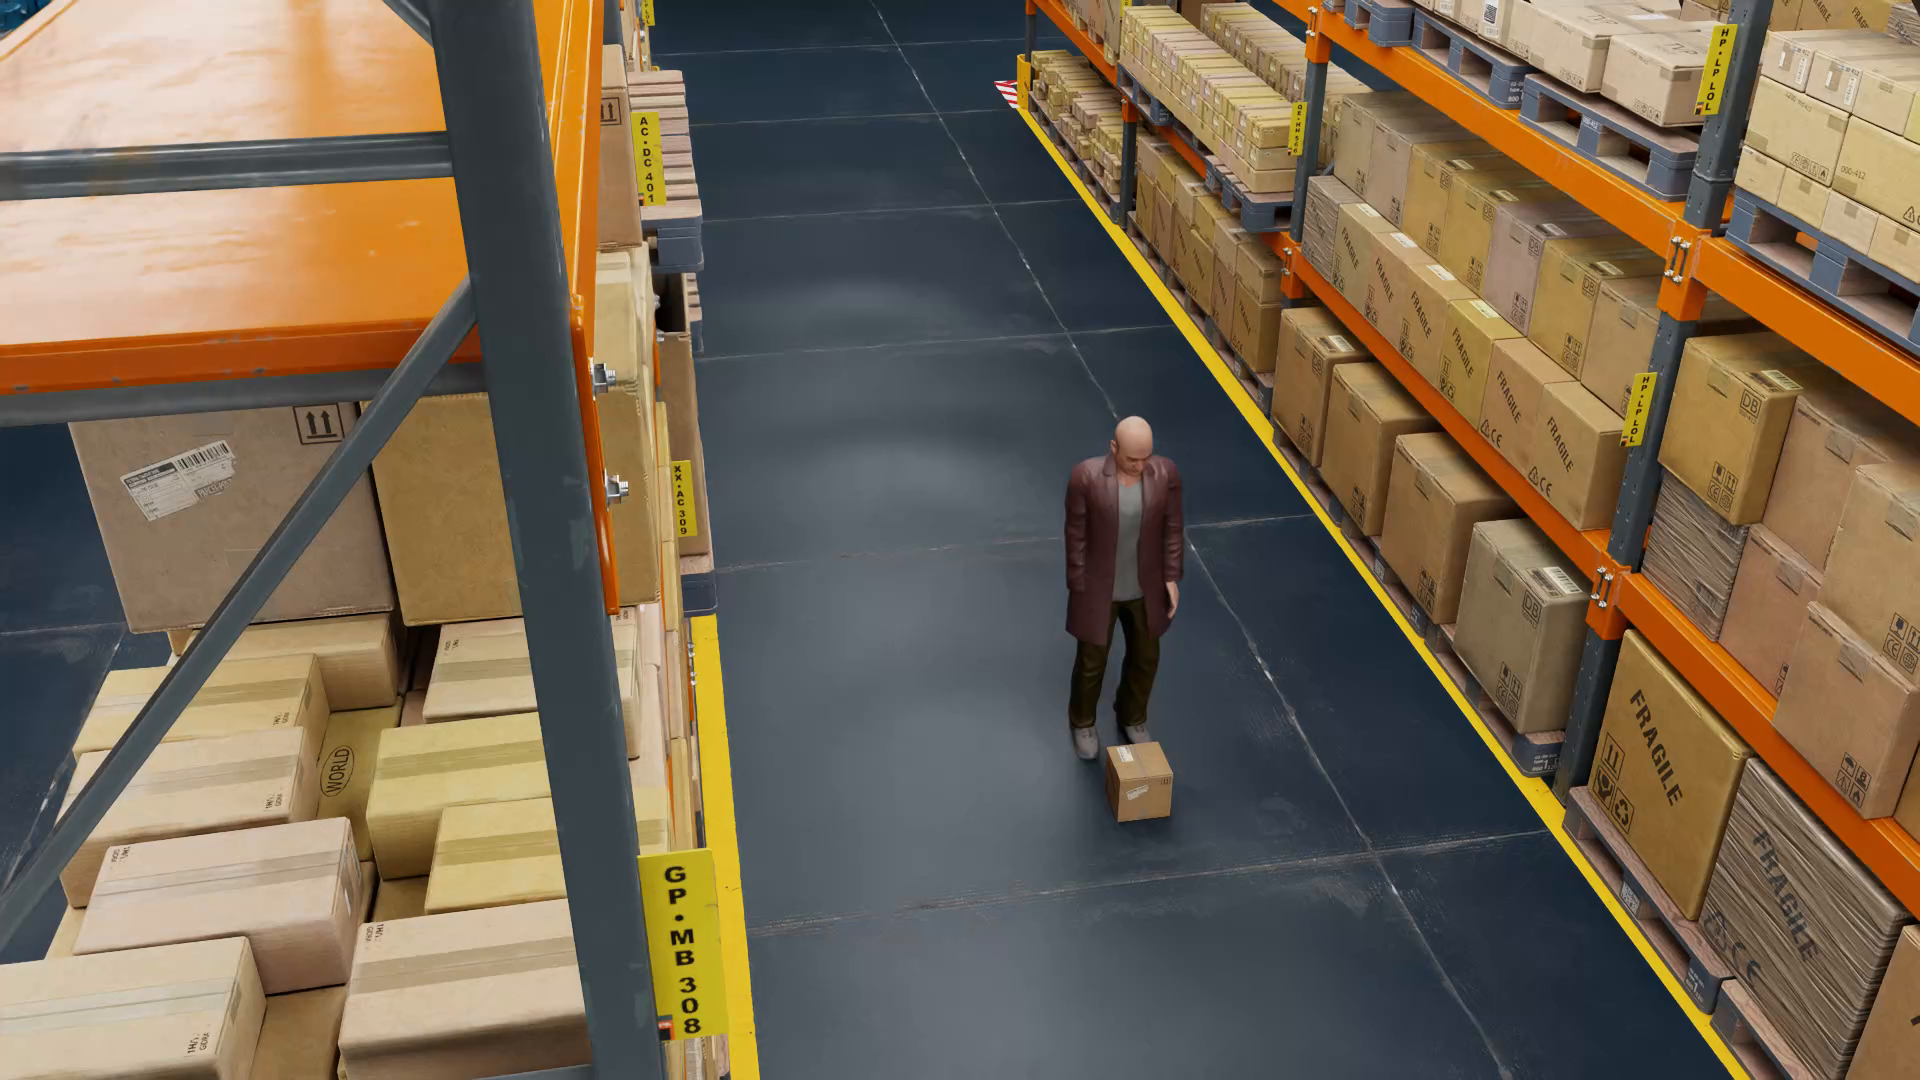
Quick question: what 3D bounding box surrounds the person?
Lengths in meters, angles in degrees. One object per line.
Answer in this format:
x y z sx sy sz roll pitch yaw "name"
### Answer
0.767 0.220 7.800 0.567 1.765 0.378 -5 31 -8 "person"
